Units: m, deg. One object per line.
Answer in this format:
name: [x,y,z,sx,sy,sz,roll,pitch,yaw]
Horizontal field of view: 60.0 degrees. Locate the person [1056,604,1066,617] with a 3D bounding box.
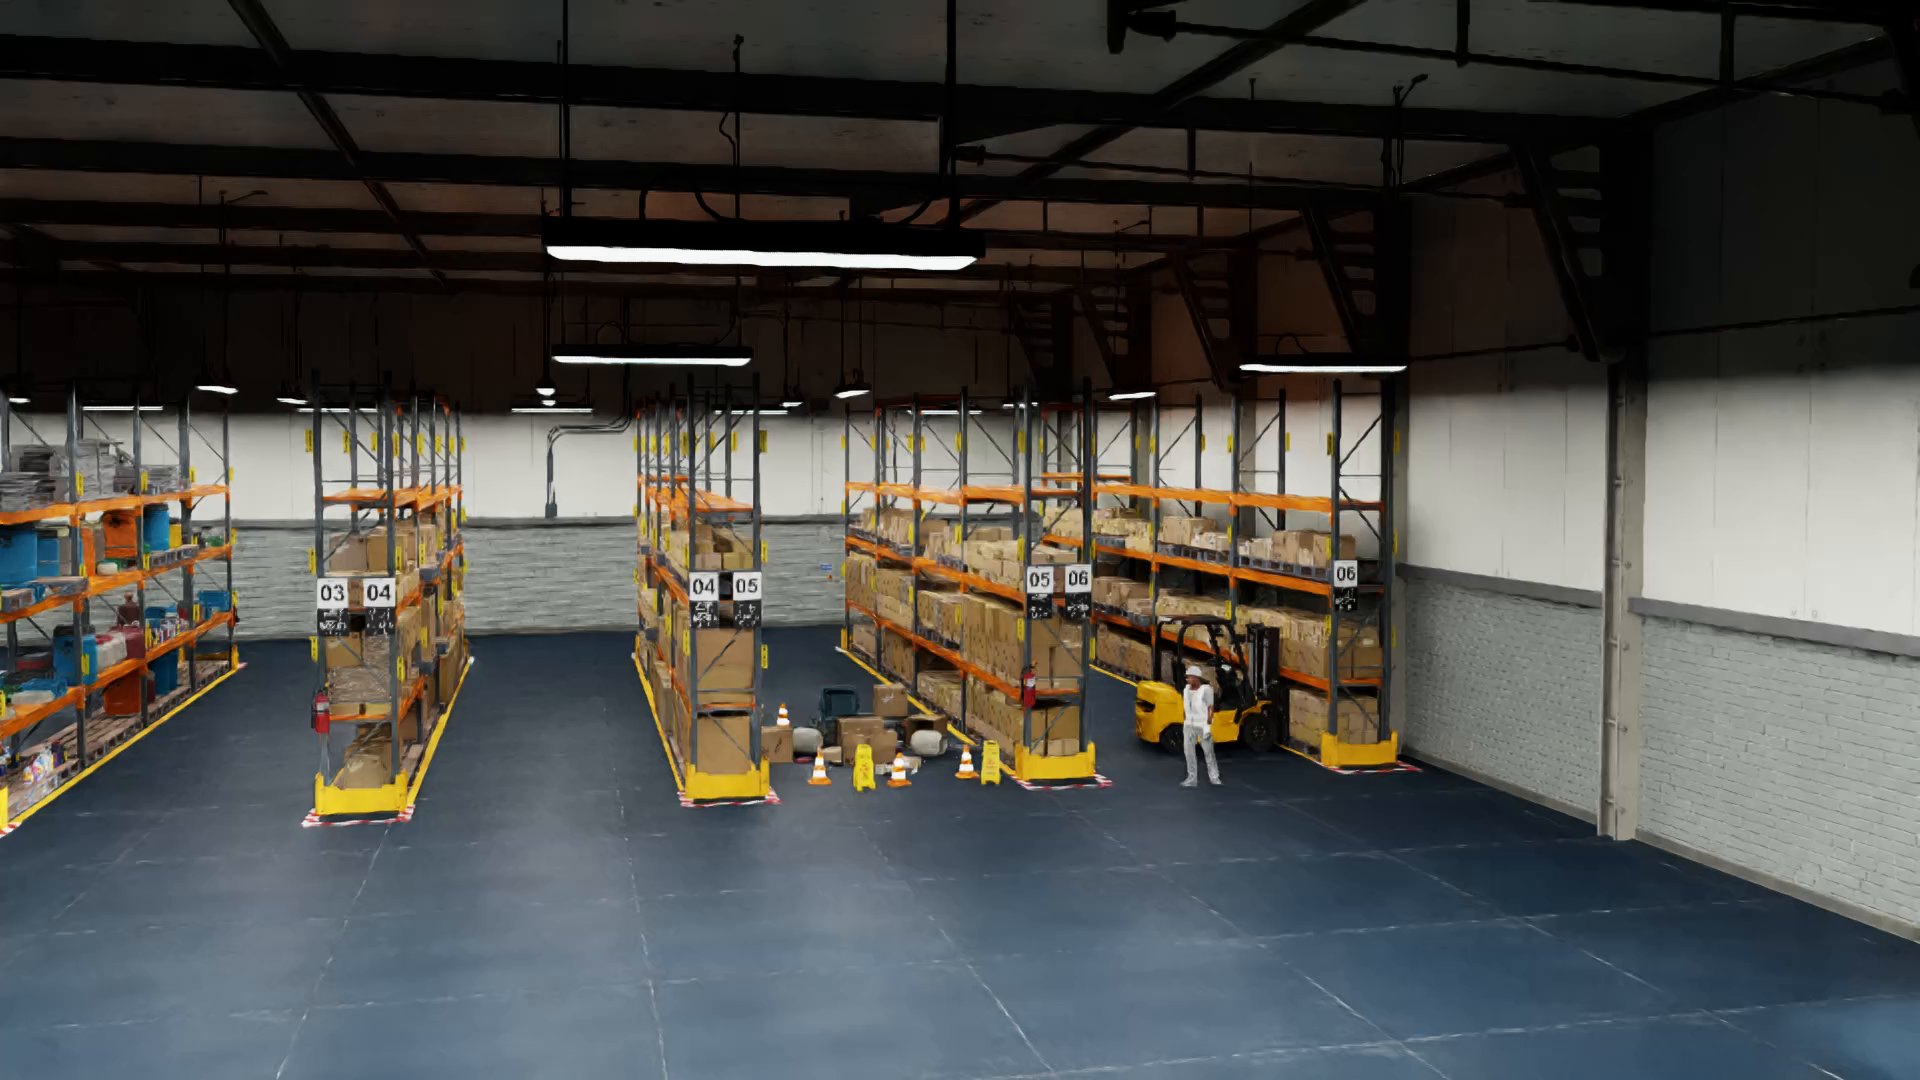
person: [2.746,1.683,42.836,0.536,1.713,0.628,-3,4,-41]

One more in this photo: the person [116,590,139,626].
person: [-18.235,1.989,36.481,0.620,1.776,0.678,1,4,20]

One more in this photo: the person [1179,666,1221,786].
person: [3.502,2.717,24.344,0.579,1.782,0.620,3,5,44]
